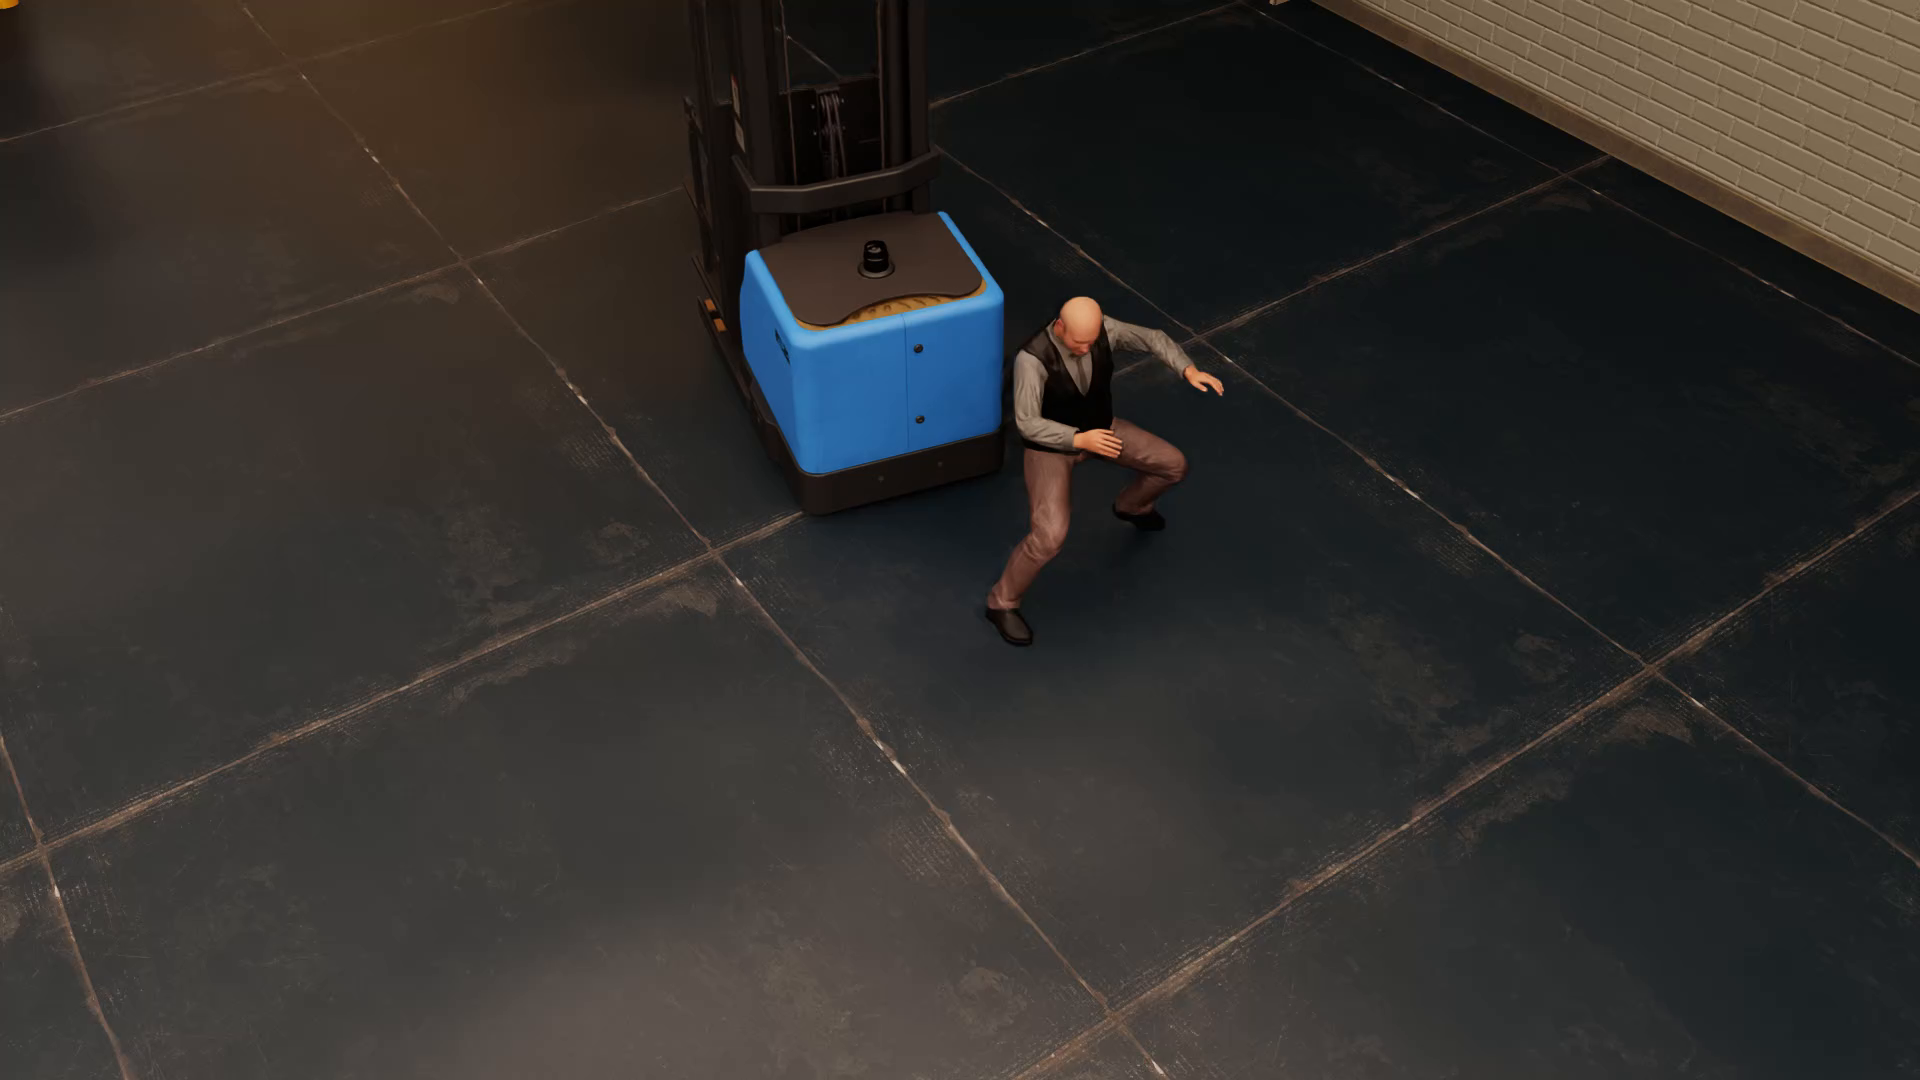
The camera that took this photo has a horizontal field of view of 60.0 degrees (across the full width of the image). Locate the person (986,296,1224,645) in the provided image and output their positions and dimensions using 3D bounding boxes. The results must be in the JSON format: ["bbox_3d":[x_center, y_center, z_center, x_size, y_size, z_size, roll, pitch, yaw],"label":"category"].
[{"bbox_3d":[0.549,-0.402,7.233,1.071,1.491,0.731,-21,47,-21],"label":"person"}]

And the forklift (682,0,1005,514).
[{"bbox_3d":[-0.787,-2.210,8.113,1.130,2.935,3.031,-15,45,-15],"label":"forklift"}]
